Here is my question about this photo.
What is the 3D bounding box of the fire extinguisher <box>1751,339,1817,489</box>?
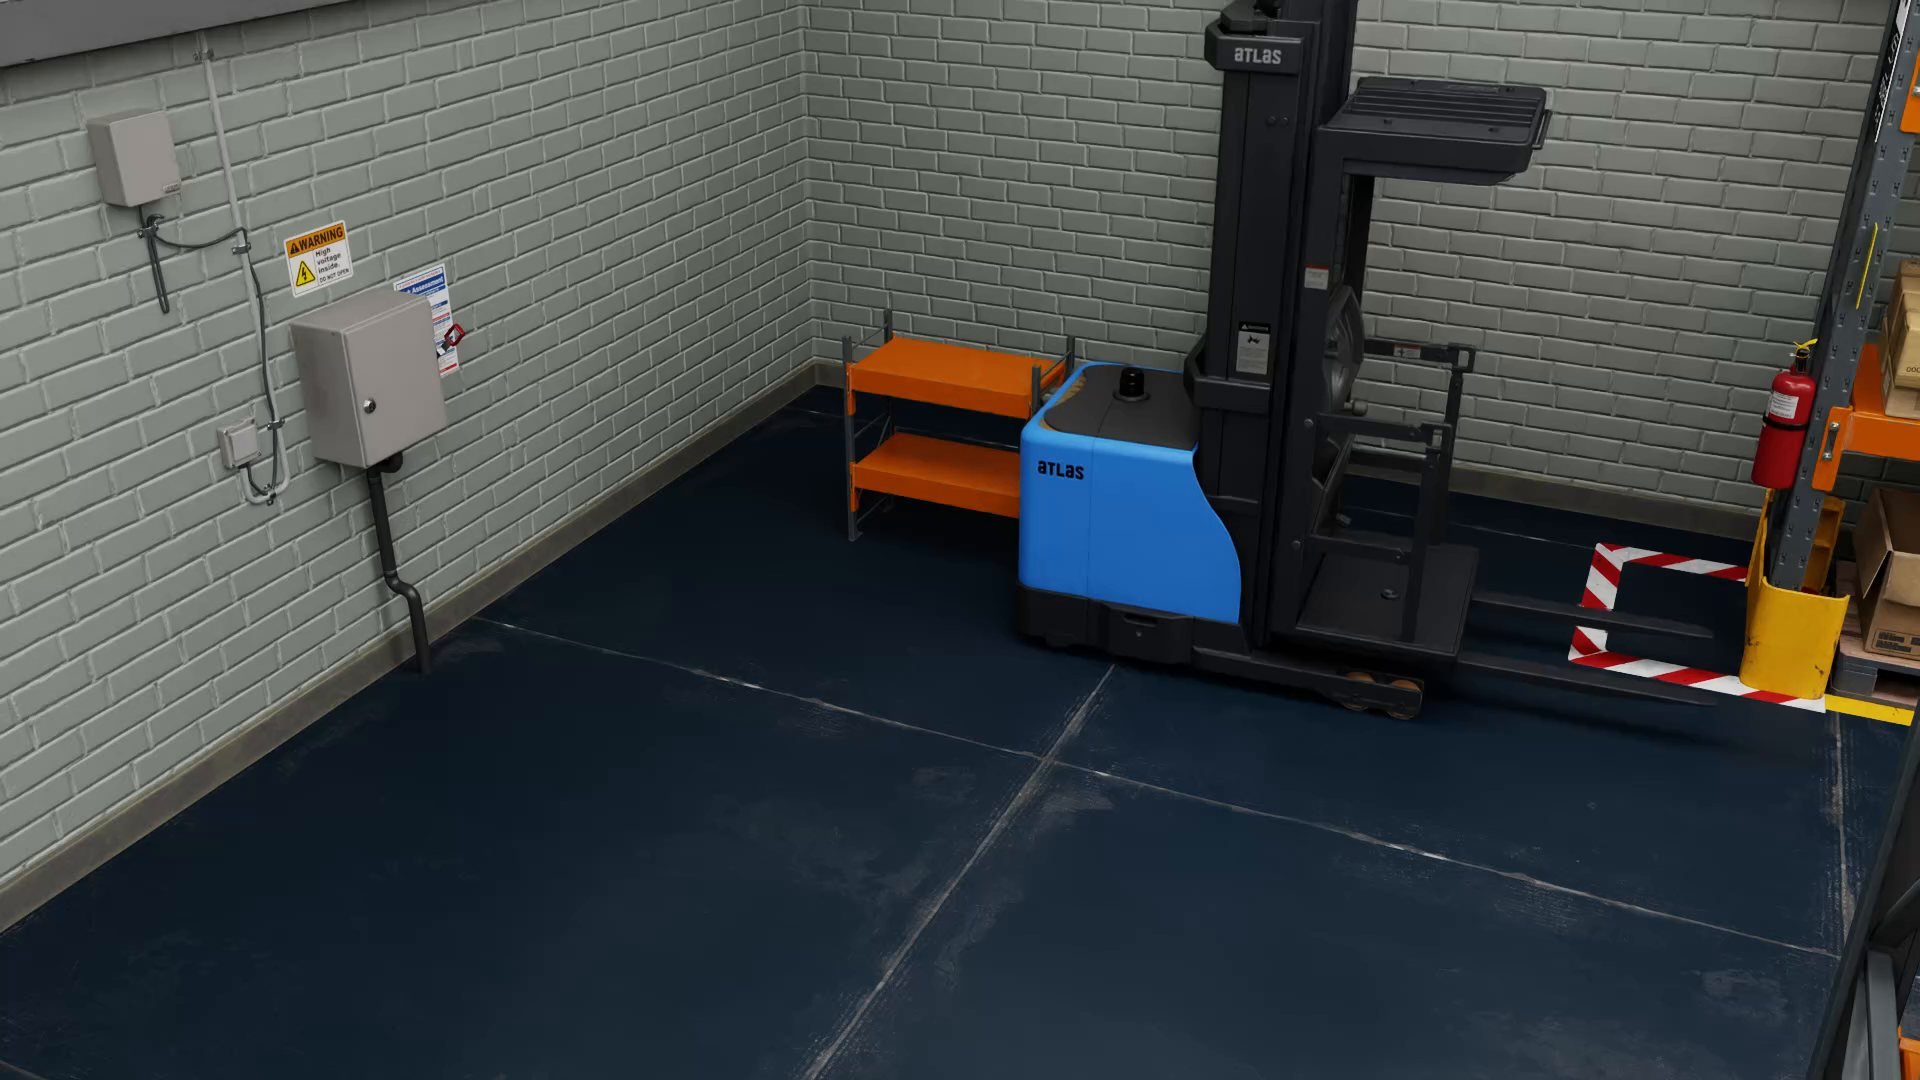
[{"bbox_3d":[3.482,-0.551,6.984,0.183,0.674,0.296,11,28,22],"label":"fire extinguisher"}]

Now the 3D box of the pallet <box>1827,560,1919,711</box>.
[{"bbox_3d":[4.602,0.498,7.499,1.213,0.211,1.003,11,28,22],"label":"pallet"}]

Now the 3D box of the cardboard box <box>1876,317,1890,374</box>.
[{"bbox_3d":[4.220,-0.847,7.359,0.250,0.149,0.380,11,28,21],"label":"cardboard box"}]

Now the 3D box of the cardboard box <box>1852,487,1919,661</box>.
[{"bbox_3d":[4.325,0.169,7.361,0.637,0.503,0.797,10,28,20],"label":"cardboard box"}]

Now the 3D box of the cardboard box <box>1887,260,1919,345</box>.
[{"bbox_3d":[4.336,-1.001,7.220,0.500,0.250,0.500,12,29,23],"label":"cardboard box"}]

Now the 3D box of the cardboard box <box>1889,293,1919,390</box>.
[{"bbox_3d":[4.109,-0.787,6.786,0.500,0.250,0.500,12,28,22],"label":"cardboard box"}]

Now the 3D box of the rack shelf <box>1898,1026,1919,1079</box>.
[{"bbox_3d":[3.577,1.773,2.568,4.000,0.370,1.077,11,28,22],"label":"rack shelf"}]

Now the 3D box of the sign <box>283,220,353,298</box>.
[{"bbox_3d":[-2.596,-1.141,6.737,0.001,0.242,0.339,11,28,22],"label":"sign"}]

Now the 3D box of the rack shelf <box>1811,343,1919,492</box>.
[{"bbox_3d":[5.628,-0.224,6.623,4.000,0.370,1.077,11,28,22],"label":"rack shelf"}]

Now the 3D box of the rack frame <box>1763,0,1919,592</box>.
[{"bbox_3d":[3.807,-0.912,7.207,0.127,3.000,1.000,11,28,22],"label":"rack frame"}]

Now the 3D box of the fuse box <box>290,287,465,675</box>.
[{"bbox_3d":[-2.384,-0.177,7.173,0.414,1.711,0.539,11,28,22],"label":"fuse box"}]

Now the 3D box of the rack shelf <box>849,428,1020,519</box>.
[{"bbox_3d":[-0.006,-0.287,8.612,1.000,0.278,0.538,11,28,22],"label":"rack shelf"}]

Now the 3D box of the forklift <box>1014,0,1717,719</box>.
[{"bbox_3d":[1.825,-0.807,7.071,3.031,2.935,1.130,10,28,19],"label":"forklift"}]

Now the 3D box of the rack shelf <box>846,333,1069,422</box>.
[{"bbox_3d":[-0.006,-0.768,8.375,1.000,0.278,0.538,11,28,22],"label":"rack shelf"}]

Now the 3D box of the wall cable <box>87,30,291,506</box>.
[{"bbox_3d":[-2.810,-0.965,6.165,0.122,1.984,0.588,11,28,22],"label":"wall cable"}]

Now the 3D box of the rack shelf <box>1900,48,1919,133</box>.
[{"bbox_3d":[5.628,-1.570,5.961,4.000,0.370,1.077,11,28,22],"label":"rack shelf"}]

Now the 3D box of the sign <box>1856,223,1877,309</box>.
[{"bbox_3d":[3.583,-1.082,6.572,0.005,0.325,0.100,11,28,22],"label":"sign"}]

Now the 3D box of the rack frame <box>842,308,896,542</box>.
[{"bbox_3d":[-0.469,-0.599,8.693,0.032,1.125,0.500,11,28,22],"label":"rack frame"}]

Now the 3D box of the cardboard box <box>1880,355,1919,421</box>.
[{"bbox_3d":[3.993,-0.629,6.916,0.250,0.149,0.380,11,28,21],"label":"cardboard box"}]

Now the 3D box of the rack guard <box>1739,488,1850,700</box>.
[{"bbox_3d":[3.876,0.223,7.731,0.348,0.500,1.175,11,28,22],"label":"rack guard"}]

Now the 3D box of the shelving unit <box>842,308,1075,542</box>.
[{"bbox_3d":[-0.006,-0.506,8.504,1.048,1.125,0.538,11,28,22],"label":"shelving unit"}]

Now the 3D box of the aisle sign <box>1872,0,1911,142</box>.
[{"bbox_3d":[3.624,-1.973,6.418,0.004,0.787,0.394,11,28,22],"label":"aisle sign"}]

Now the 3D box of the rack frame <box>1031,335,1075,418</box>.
[{"bbox_3d":[0.457,-0.413,8.315,0.032,1.125,0.500,11,28,22],"label":"rack frame"}]

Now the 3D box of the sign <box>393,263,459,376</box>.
[{"bbox_3d":[-2.368,-0.949,7.389,0.001,0.494,0.329,11,28,22],"label":"sign"}]
